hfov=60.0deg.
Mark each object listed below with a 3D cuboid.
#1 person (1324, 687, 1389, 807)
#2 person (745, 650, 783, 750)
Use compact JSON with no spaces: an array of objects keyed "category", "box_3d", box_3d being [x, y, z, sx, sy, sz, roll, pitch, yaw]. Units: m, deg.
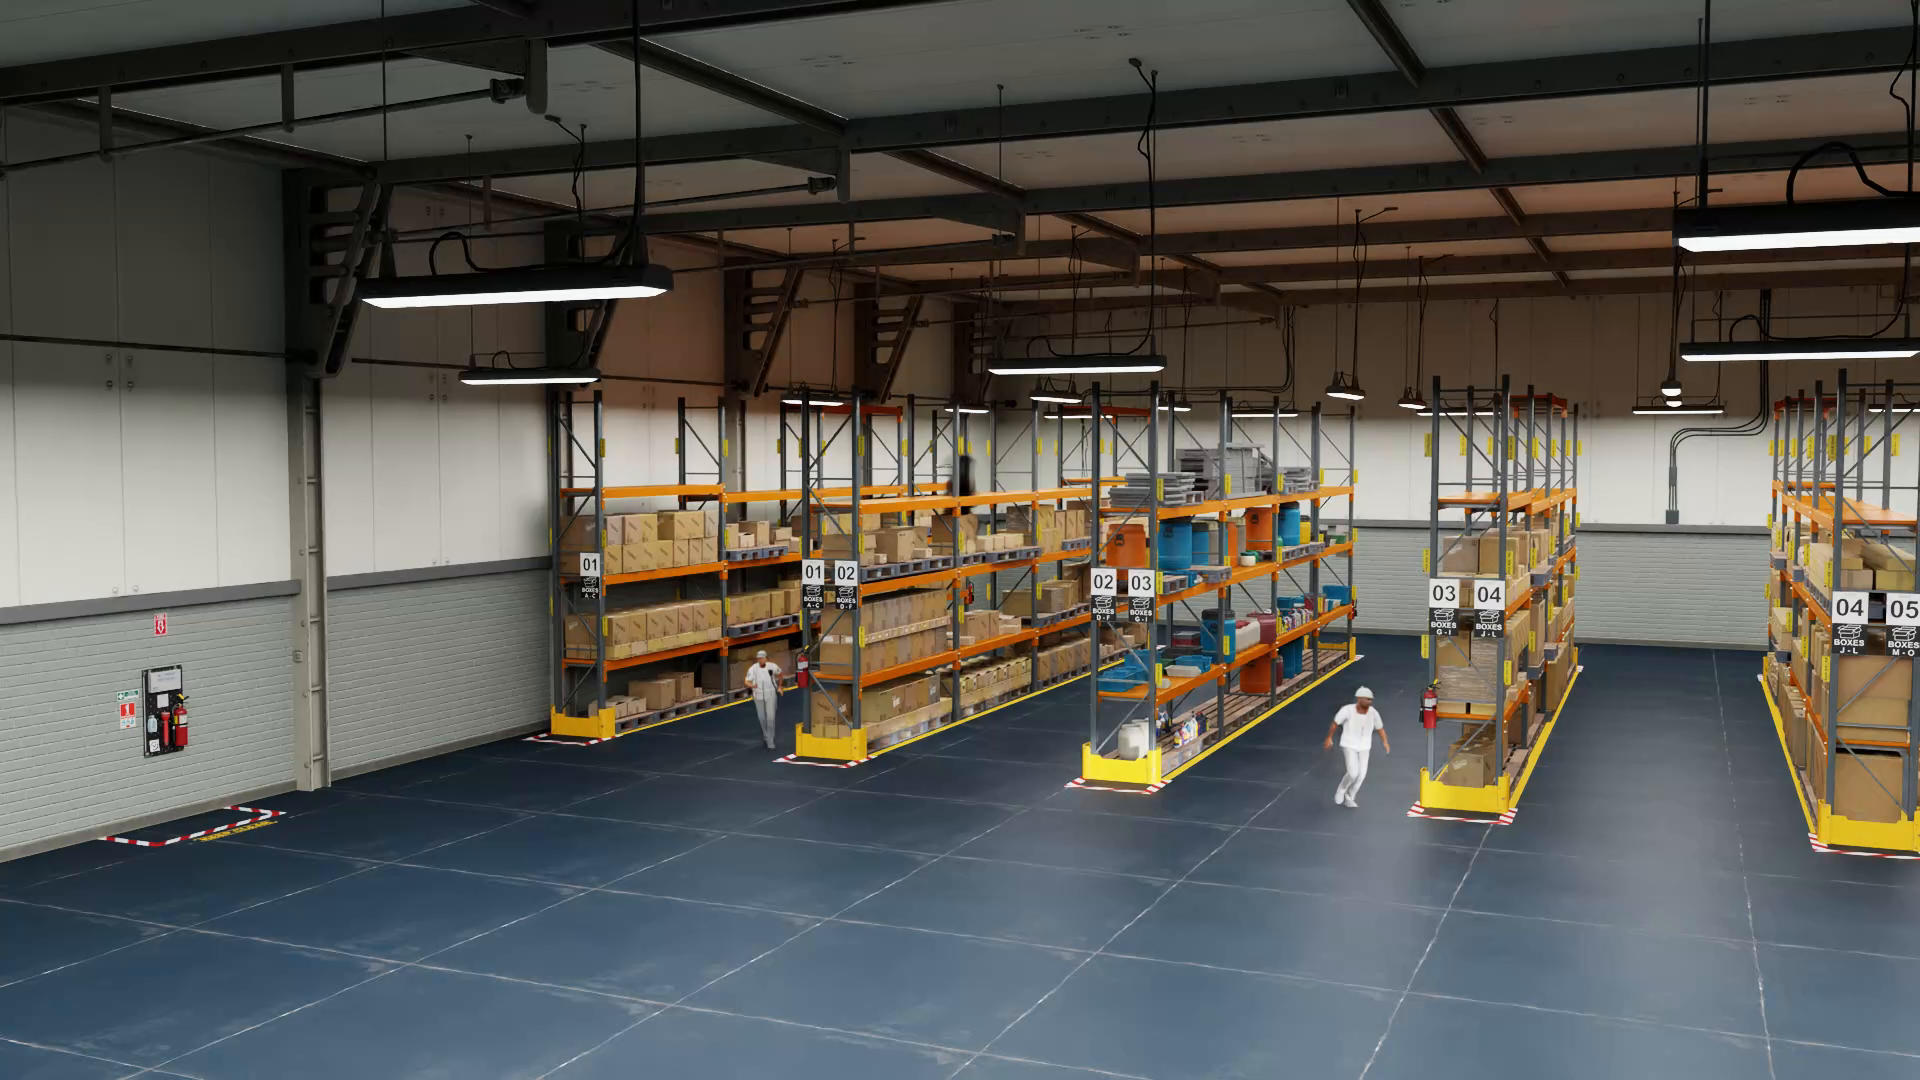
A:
[{"category":"person","box_3d":[5.500,2.867,22.928,0.708,1.702,0.779,-1,3,-13]},{"category":"person","box_3d":[-3.278,2.660,27.894,0.606,1.658,0.911,0,3,4]}]
